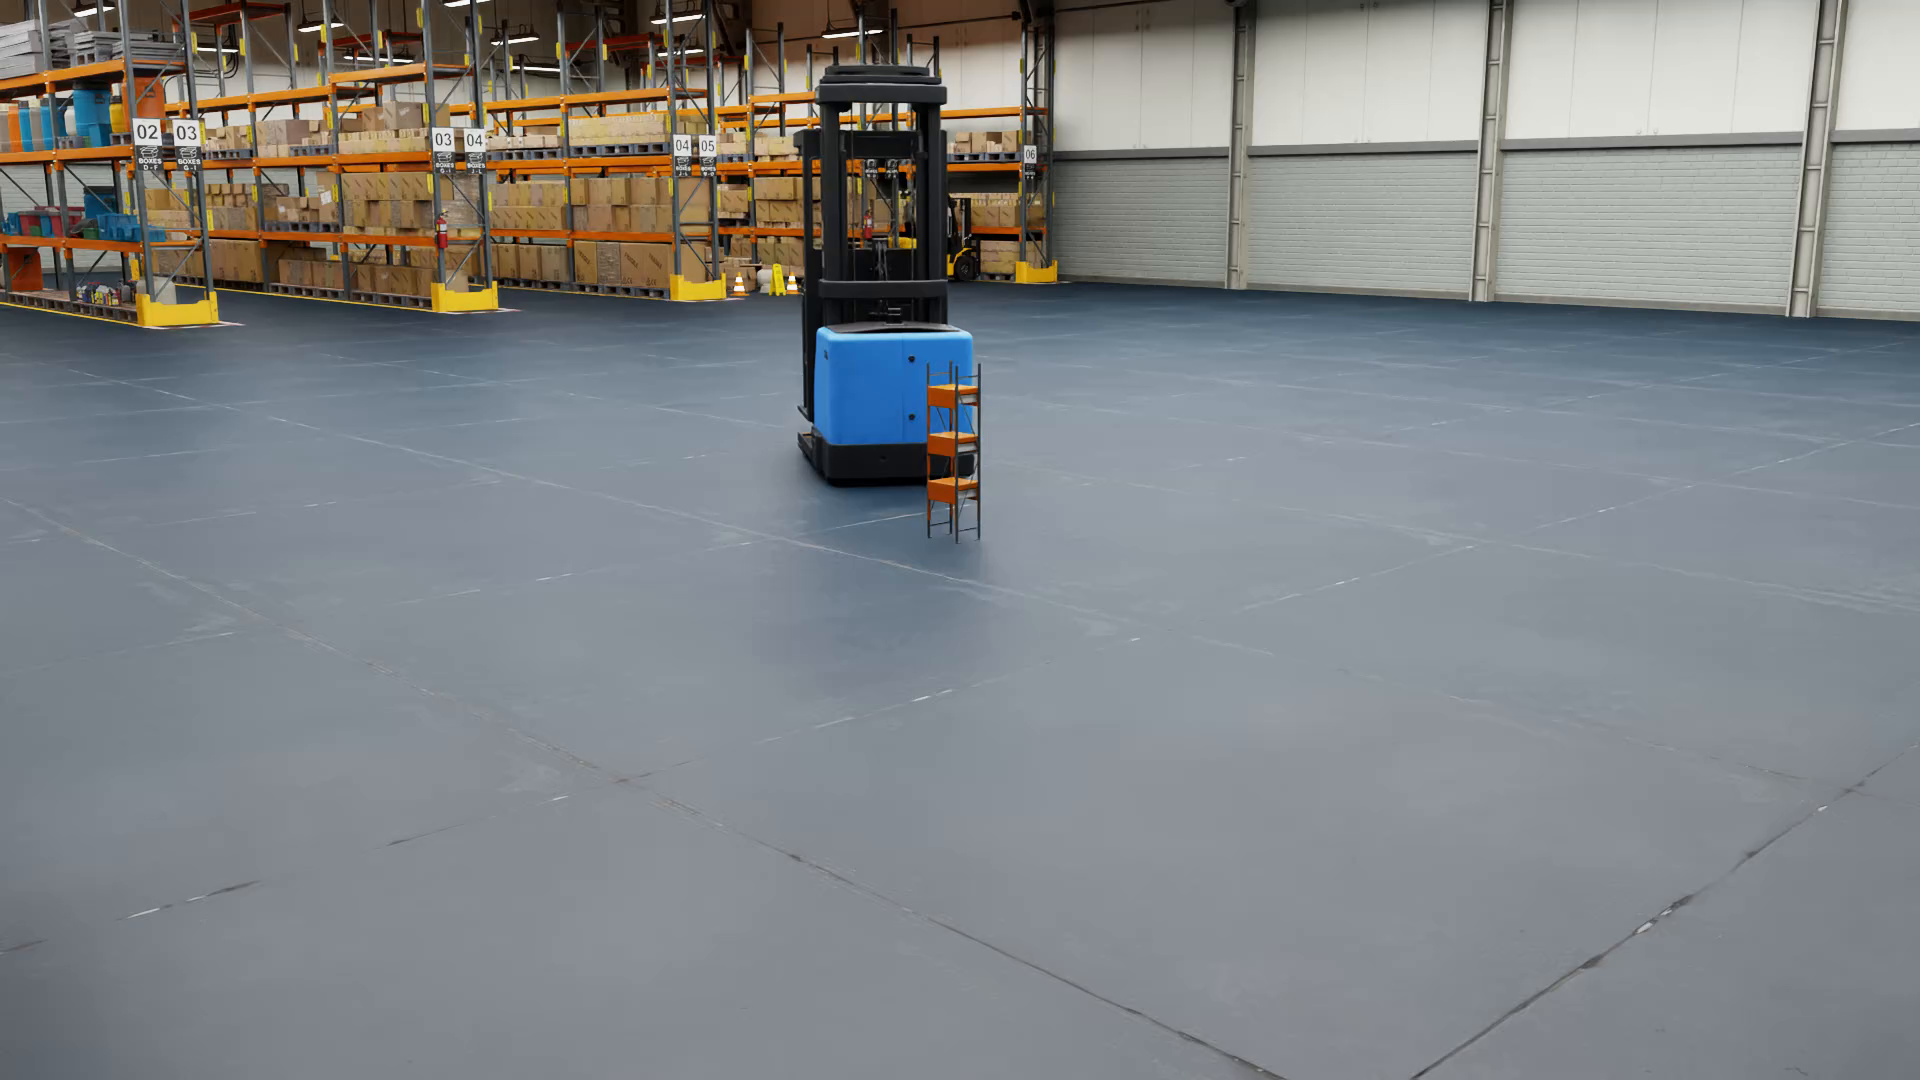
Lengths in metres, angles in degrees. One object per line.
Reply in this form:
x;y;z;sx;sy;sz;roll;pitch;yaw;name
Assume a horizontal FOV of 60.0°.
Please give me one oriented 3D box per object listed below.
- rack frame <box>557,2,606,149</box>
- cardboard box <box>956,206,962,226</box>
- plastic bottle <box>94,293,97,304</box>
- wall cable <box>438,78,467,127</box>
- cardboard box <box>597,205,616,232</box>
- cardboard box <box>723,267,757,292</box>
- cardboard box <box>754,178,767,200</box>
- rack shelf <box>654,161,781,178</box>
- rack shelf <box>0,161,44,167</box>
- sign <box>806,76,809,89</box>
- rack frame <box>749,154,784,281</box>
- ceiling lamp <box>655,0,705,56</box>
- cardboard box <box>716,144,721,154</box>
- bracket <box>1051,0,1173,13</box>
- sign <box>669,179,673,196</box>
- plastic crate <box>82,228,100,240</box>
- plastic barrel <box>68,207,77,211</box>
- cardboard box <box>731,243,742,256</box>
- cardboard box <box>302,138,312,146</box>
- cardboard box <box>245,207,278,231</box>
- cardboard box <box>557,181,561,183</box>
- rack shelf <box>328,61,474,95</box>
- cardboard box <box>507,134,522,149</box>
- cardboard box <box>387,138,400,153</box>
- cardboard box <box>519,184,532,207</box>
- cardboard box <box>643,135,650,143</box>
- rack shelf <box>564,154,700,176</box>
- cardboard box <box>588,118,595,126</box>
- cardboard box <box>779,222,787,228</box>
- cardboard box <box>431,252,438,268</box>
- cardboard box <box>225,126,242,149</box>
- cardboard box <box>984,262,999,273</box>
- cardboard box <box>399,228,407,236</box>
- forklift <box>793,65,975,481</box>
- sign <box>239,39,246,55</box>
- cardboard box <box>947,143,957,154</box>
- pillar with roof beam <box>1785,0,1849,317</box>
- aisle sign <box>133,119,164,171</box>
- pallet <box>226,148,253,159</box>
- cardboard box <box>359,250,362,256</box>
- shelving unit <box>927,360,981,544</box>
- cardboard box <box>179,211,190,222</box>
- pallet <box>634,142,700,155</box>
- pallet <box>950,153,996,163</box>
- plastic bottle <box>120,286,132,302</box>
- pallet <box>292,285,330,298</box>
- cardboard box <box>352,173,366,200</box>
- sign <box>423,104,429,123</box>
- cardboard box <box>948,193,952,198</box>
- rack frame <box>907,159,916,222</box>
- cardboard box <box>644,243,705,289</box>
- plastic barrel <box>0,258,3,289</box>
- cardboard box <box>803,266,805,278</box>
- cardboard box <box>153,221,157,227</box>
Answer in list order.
-8.029;-9.834;35.343;1.000;3.000;0.127;-11;16;-43;rack frame
0.241;-8.016;41.140;0.500;0.500;0.500;-11;16;-42;cardboard box
-14.702;-4.126;28.350;0.097;0.201;0.097;0;12;0;plastic bottle
-16.391;-13.185;51.608;2.355;3.000;0.029;-11;16;-43;wall cable
-7.081;-6.745;34.843;0.875;0.550;0.550;-11;16;-43;cardboard box
-4.800;-5.697;36.318;0.637;0.503;0.797;1;12;6;cardboard box
-4.371;-8.190;38.768;0.700;0.500;0.500;-11;16;-43;cardboard box
-5.899;-9.009;40.554;1.077;0.370;4.000;-11;16;-43;rack shelf
-19.411;-7.522;33.335;1.077;0.370;4.000;-11;16;-43;rack shelf
-4.079;-12.234;44.480;0.100;0.325;0.005;-11;16;-43;sign
-4.518;-7.600;39.368;1.000;3.000;0.127;-11;16;-43;rack frame
-7.466;-14.829;45.120;0.800;3.185;2.000;-11;16;-43;ceiling lamp
-5.723;-9.416;40.077;0.500;0.250;0.500;-11;16;-42;cardboard box
3.823;-12.149;37.657;0.076;0.066;4.783;-11;16;-43;bracket
-5.668;-6.921;32.617;0.100;0.325;0.005;-11;16;-43;sign
-14.535;-5.188;28.184;0.450;0.188;0.662;-11;16;-43;plastic crate
-16.277;-5.873;30.647;0.433;0.535;0.433;0;12;0;plastic barrel
-6.284;-8.339;48.110;0.500;0.500;0.500;-10;15;-40;cardboard box
-13.053;-8.039;33.604;0.250;0.166;0.380;11;16;44;cardboard box
-14.968;-6.889;35.670;0.500;0.500;0.500;-10;15;-41;cardboard box
-10.754;-9.716;45.305;0.380;0.149;0.250;-11;16;-42;cardboard box
-10.304;-8.512;30.716;1.077;0.370;4.000;-11;16;-43;rack shelf
-9.750;-8.875;37.055;0.500;0.311;0.500;-11;16;-44;cardboard box
-10.135;-7.215;30.434;0.500;0.250;0.500;-10;16;-41;cardboard box
-9.429;-7.728;37.265;0.700;0.500;0.500;-11;16;-43;cardboard box
-6.092;-7.988;33.151;0.380;0.149;0.250;-11;16;-42;cardboard box
-6.647;-7.721;34.301;1.077;0.370;4.000;-11;16;-43;rack shelf
-7.496;-8.675;34.511;0.380;0.149;0.250;-11;16;-43;cardboard box
-3.970;-7.281;38.443;0.380;0.149;0.250;-10;15;-41;cardboard box
-12.497;-6.748;40.386;0.500;0.500;0.500;-11;16;-42;cardboard box
-15.581;-8.720;36.078;0.500;0.500;0.500;-10;15;-40;cardboard box
0.942;-6.666;40.607;0.500;0.250;0.500;-11;16;-43;cardboard box
-10.145;-5.705;30.793;0.380;0.149;0.250;-11;16;-43;cardboard box
-0.687;-2.107;12.874;1.130;2.935;3.031;-2;12;-11;forklift
-14.847;-10.199;34.405;0.100;0.325;0.005;-11;16;-43;sign
-0.125;-9.691;41.129;0.258;0.266;0.396;11;16;44;cardboard box
11.319;-7.647;24.729;9.100;9.000;0.400;-11;16;-43;pillar with roof beam
-12.671;-6.167;25.967;0.394;0.787;0.004;-11;16;-43;aisle sign
-14.931;-8.266;35.635;1.213;0.211;1.003;-10;15;-40;pallet
-15.425;-7.479;43.331;0.380;0.149;0.250;-10;15;-40;cardboard box
-0.037;-0.522;9.843;0.215;1.050;0.252;-11;16;-43;shelving unit
-17.705;-7.487;38.452;0.500;0.250;0.500;-11;16;-44;cardboard box
-5.786;-7.844;33.339;1.003;0.211;1.213;-11;16;-43;pallet
0.515;-9.419;40.983;1.003;0.211;1.213;-11;16;-43;pallet
-14.572;-4.304;29.030;0.152;0.276;0.135;-11;16;-43;plastic bottle
-13.071;-5.145;34.361;1.003;0.211;1.213;-11;16;-43;pallet
-11.212;-6.730;31.680;0.500;0.500;0.500;-11;16;-43;cardboard box
-9.339;-7.464;29.078;0.100;0.325;0.005;-11;16;-43;sign
-0.194;-8.569;41.479;0.380;0.149;0.250;-11;16;-43;cardboard box
-0.931;-8.292;42.728;1.000;3.000;0.127;-11;16;-43;rack frame
-5.782;-5.567;33.722;0.875;0.875;0.875;-11;16;-42;cardboard box
-19.160;-5.371;33.484;0.600;0.588;0.708;-11;16;-43;plastic barrel
-3.226;-6.108;37.899;0.500;0.250;0.500;11;16;43;cardboard box
-19.076;-7.562;39.807;0.380;0.149;0.250;-11;16;-43;cardboard box
